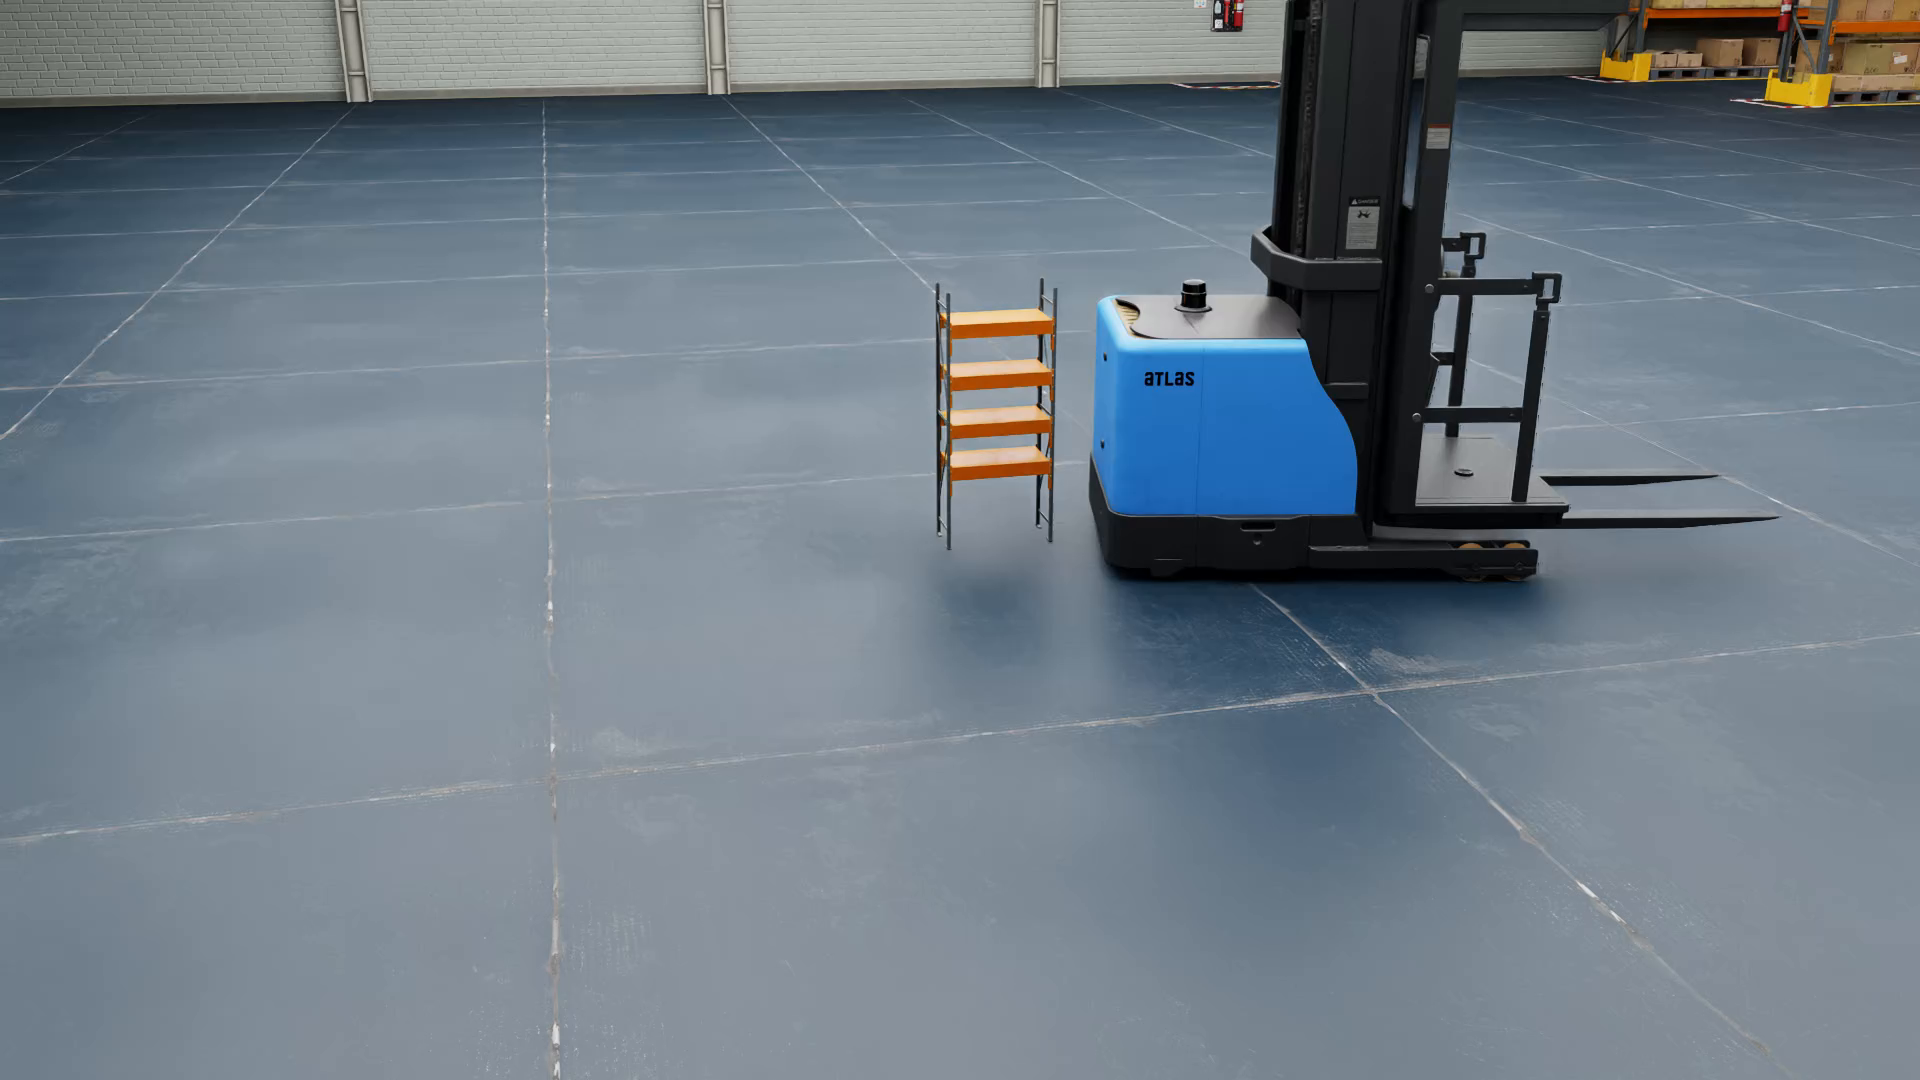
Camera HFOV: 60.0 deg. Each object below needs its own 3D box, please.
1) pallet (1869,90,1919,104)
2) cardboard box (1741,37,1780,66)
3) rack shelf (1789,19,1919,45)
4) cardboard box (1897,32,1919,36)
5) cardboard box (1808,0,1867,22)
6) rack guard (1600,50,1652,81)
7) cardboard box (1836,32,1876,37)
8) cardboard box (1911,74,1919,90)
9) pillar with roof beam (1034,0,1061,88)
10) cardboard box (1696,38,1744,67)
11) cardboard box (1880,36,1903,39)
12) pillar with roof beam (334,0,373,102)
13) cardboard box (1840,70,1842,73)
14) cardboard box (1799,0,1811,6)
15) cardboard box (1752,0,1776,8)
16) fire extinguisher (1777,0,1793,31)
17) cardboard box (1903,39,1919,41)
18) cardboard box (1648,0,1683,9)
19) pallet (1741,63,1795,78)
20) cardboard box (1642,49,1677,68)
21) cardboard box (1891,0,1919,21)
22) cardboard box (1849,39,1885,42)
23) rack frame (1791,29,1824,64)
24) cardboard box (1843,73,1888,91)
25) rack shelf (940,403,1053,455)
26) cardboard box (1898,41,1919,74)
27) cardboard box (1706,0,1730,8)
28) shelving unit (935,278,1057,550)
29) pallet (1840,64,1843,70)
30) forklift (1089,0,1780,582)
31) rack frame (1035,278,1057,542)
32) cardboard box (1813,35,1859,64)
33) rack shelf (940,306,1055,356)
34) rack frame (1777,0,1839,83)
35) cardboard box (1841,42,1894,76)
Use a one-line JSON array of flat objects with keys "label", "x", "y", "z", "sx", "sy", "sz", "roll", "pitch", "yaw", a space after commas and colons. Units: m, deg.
[{"label": "pallet", "x": 15.851, "y": -7.549, "z": 28.115, "sx": 1.213, "sy": 0.211, "sz": 1.003, "roll": -5, "pitch": 21, "yaw": -12}, {"label": "cardboard box", "x": 15.680, "y": -9.600, "z": 32.655, "sx": 0.500, "sy": 0.500, "sz": 0.500, "roll": -6, "pitch": 21, "yaw": -17}, {"label": "rack shelf", "x": 15.878, "y": -8.509, "z": 27.727, "sx": 4.000, "sy": 0.370, "sz": 1.077, "roll": -5, "pitch": 21, "yaw": -12}, {"label": "cardboard box", "x": 18.816, "y": -10.223, "z": 33.266, "sx": 0.500, "sy": 0.250, "sz": 0.500, "roll": -5, "pitch": 21, "yaw": -13}, {"label": "cardboard box", "x": 14.389, "y": -8.768, "z": 27.244, "sx": 0.500, "sy": 0.500, "sz": 0.700, "roll": -5, "pitch": 21, "yaw": -12}, {"label": "rack guard", "x": 12.862, "y": -9.178, "z": 32.144, "sx": 0.348, "sy": 0.500, "sz": 1.175, "roll": -5, "pitch": 21, "yaw": -12}, {"label": "cardboard box", "x": 17.821, "y": -10.147, "z": 33.059, "sx": 0.500, "sy": 0.250, "sz": 0.500, "roll": -5, "pitch": 21, "yaw": -14}, {"label": "cardboard box", "x": 15.965, "y": -7.680, "z": 27.807, "sx": 0.500, "sy": 0.250, "sz": 0.500, "roll": -5, "pitch": 21, "yaw": -12}, {"label": "pillar with roof beam", "x": 2.583, "y": -11.117, "z": 25.080, "sx": 0.400, "sy": 9.000, "sz": 9.100, "roll": -5, "pitch": 21, "yaw": -12}, {"label": "cardboard box", "x": 14.762, "y": -9.490, "z": 32.355, "sx": 0.500, "sy": 0.500, "sz": 0.700, "roll": -6, "pitch": 21, "yaw": -16}, {"label": "cardboard box", "x": 18.390, "y": -9.844, "z": 33.321, "sx": 0.500, "sy": 0.500, "sz": 0.700, "roll": -4, "pitch": 21, "yaw": -12}, {"label": "pillar with roof beam", "x": -9.095, "y": -10.167, "z": 22.488, "sx": 0.400, "sy": 9.000, "sz": 9.100, "roll": -5, "pitch": 21, "yaw": -12}, {"label": "cardboard box", "x": 14.869, "y": -7.779, "z": 28.077, "sx": 0.500, "sy": 0.250, "sz": 0.500, "roll": -5, "pitch": 21, "yaw": -12}, {"label": "cardboard box", "x": 16.289, "y": -10.463, "z": 32.205, "sx": 0.500, "sy": 0.250, "sz": 0.500, "roll": -5, "pitch": 21, "yaw": -12}, {"label": "cardboard box", "x": 15.317, "y": -10.381, "z": 31.982, "sx": 0.500, "sy": 0.250, "sz": 0.500, "roll": -5, "pitch": 21, "yaw": -13}, {"label": "fire extinguisher", "x": 13.709, "y": -8.798, "z": 27.584, "sx": 0.183, "sy": 0.674, "sz": 0.296, "roll": -5, "pitch": 21, "yaw": -12}, {"label": "cardboard box", "x": 16.328, "y": -8.252, "z": 28.277, "sx": 0.500, "sy": 0.500, "sz": 0.500, "roll": -5, "pitch": 21, "yaw": -12}, {"label": "cardboard box", "x": 13.336, "y": -10.217, "z": 31.535, "sx": 0.500, "sy": 0.250, "sz": 0.500, "roll": -5, "pitch": 21, "yaw": -14}, {"label": "pallet", "x": 16.035, "y": -9.288, "z": 32.864, "sx": 1.213, "sy": 0.211, "sz": 1.003, "roll": -5, "pitch": 21, "yaw": -12}, {"label": "cardboard box", "x": 13.482, "y": -9.315, "z": 32.151, "sx": 0.500, "sy": 0.311, "sz": 0.500, "roll": -7, "pitch": 21, "yaw": -19}, {"label": "cardboard box", "x": 15.383, "y": -8.848, "z": 27.463, "sx": 0.500, "sy": 0.500, "sz": 0.700, "roll": -5, "pitch": 21, "yaw": -12}, {"label": "cardboard box", "x": 15.355, "y": -8.172, "z": 28.061, "sx": 0.500, "sy": 0.500, "sz": 0.500, "roll": -5, "pitch": 21, "yaw": -12}, {"label": "rack frame", "x": 16.681, "y": -10.663, "z": 32.562, "sx": 0.127, "sy": 3.000, "sz": 1.000, "roll": -5, "pitch": 21, "yaw": -12}, {"label": "cardboard box", "x": 14.990, "y": -7.603, "z": 27.596, "sx": 0.500, "sy": 0.250, "sz": 0.500, "roll": -5, "pitch": 21, "yaw": -12}, {"label": "rack shelf", "x": 0.161, "y": -0.513, "z": 7.667, "sx": 0.480, "sy": 0.148, "sz": 0.258, "roll": -5, "pitch": 21, "yaw": -12}, {"label": "cardboard box", "x": 15.965, "y": -8.032, "z": 27.678, "sx": 0.500, "sy": 0.500, "sz": 0.500, "roll": -5, "pitch": 21, "yaw": -12}, {"label": "cardboard box", "x": 14.335, "y": -10.302, "z": 31.765, "sx": 0.500, "sy": 0.250, "sz": 0.500, "roll": -5, "pitch": 21, "yaw": -13}, {"label": "shelving unit", "x": 0.161, "y": -0.576, "z": 7.644, "sx": 0.503, "sy": 1.200, "sz": 0.258, "roll": -5, "pitch": 21, "yaw": -12}, {"label": "pallet", "x": 17.438, "y": -9.415, "z": 33.211, "sx": 1.213, "sy": 0.211, "sz": 1.003, "roll": -5, "pitch": 21, "yaw": -12}, {"label": "forklift", "x": 2.156, "y": -1.375, "z": 7.308, "sx": 3.031, "sy": 2.935, "sz": 1.130, "roll": 0, "pitch": 20, "yaw": -1}, {"label": "rack frame", "x": 0.399, "y": -0.596, "z": 7.697, "sx": 0.015, "sy": 1.200, "sz": 0.240, "roll": -5, "pitch": 21, "yaw": -12}, {"label": "cardboard box", "x": 17.393, "y": -9.759, "z": 33.090, "sx": 0.500, "sy": 0.500, "sz": 0.700, "roll": -4, "pitch": 20, "yaw": -11}, {"label": "rack shelf", "x": 0.161, "y": -0.945, "z": 7.509, "sx": 0.480, "sy": 0.148, "sz": 0.258, "roll": -5, "pitch": 21, "yaw": -12}, {"label": "rack frame", "x": 13.931, "y": -8.688, "z": 27.172, "sx": 0.127, "sy": 3.000, "sz": 1.000, "roll": -5, "pitch": 21, "yaw": -12}, {"label": "cardboard box", "x": 14.991, "y": -7.955, "z": 27.466, "sx": 0.500, "sy": 0.500, "sz": 0.500, "roll": -5, "pitch": 21, "yaw": -12}]
